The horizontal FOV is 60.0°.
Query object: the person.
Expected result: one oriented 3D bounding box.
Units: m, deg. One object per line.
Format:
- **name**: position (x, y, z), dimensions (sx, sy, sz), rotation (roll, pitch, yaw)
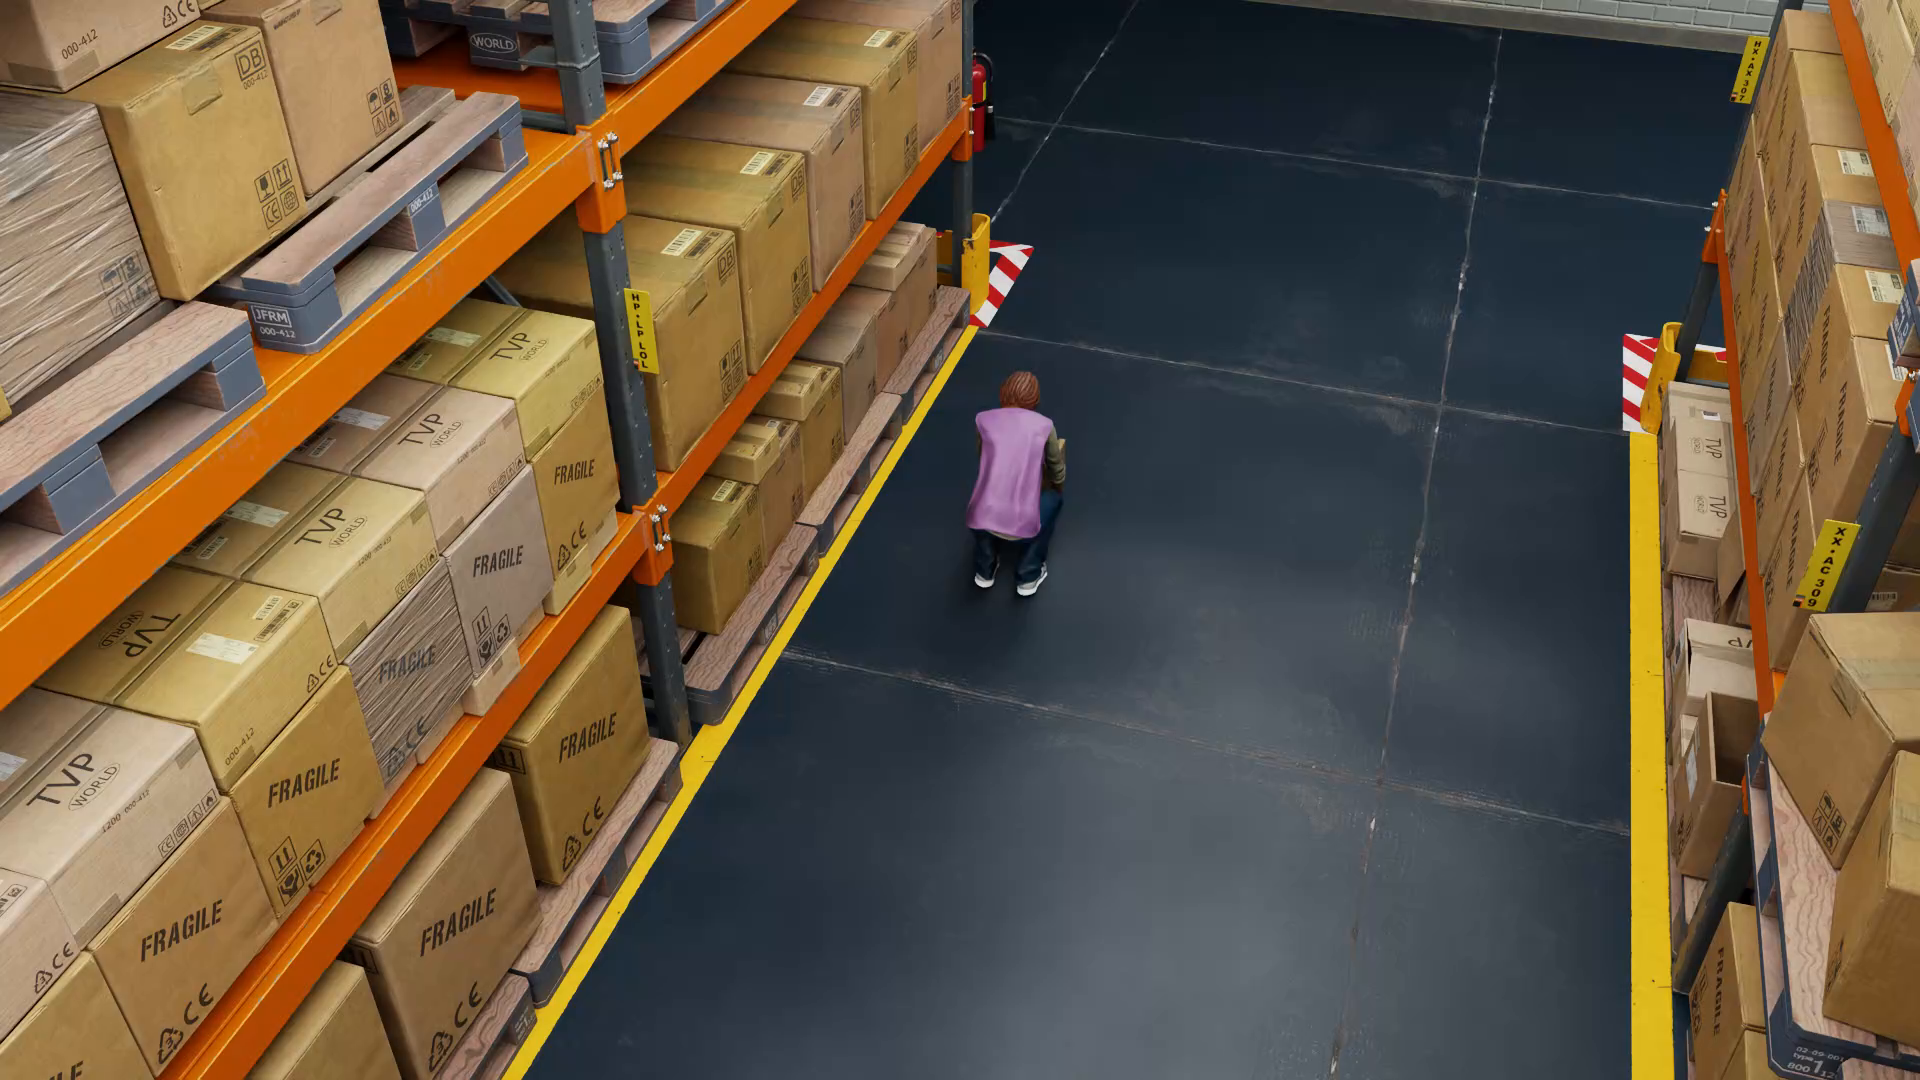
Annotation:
- **person**: position (0.250, -0.242, 7.785), dimensions (0.449, 0.902, 0.803), rotation (11, 39, 14)
